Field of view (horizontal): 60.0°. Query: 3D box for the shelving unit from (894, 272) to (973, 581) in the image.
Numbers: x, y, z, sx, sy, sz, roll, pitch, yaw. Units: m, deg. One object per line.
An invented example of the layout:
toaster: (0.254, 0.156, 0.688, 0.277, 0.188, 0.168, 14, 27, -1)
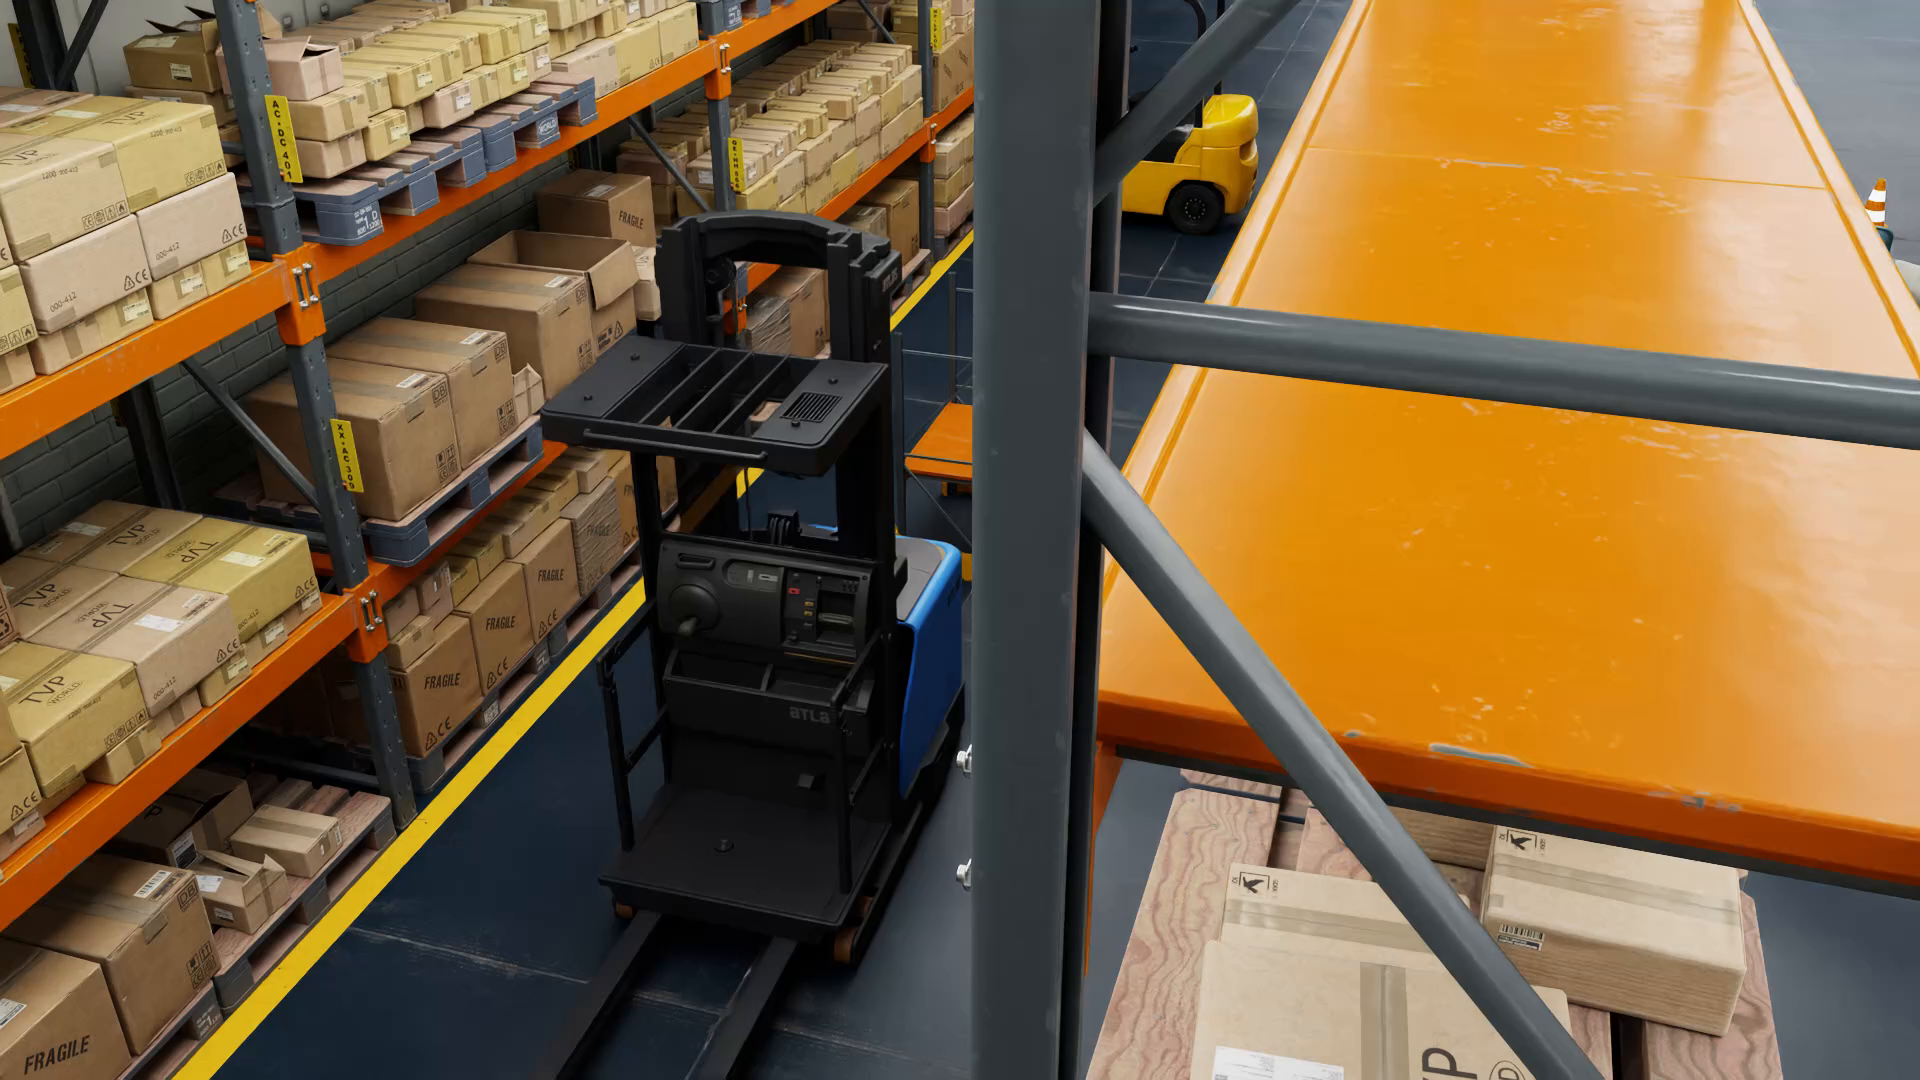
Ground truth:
shelving unit: (0.022, -0.691, 9.949, 0.587, 1.500, 1.083, 8, 30, 15)

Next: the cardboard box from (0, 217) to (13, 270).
cardboard box: (-3.283, -0.897, 5.026, 0.500, 0.250, 0.500, 9, 30, 16)

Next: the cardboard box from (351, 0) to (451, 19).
cardboard box: (-2.664, -2.478, 7.951, 0.380, 0.149, 0.250, 9, 30, 16)

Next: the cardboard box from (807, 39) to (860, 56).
cardboard box: (-1.028, -3.956, 13.506, 0.380, 0.149, 0.250, 8, 30, 14)

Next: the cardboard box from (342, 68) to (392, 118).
cardboard box: (-2.551, -1.813, 6.755, 0.380, 0.149, 0.250, 9, 30, 16)

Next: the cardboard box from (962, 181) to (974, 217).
cardboard box: (-0.127, -3.159, 15.240, 0.500, 0.250, 0.500, 8, 30, 14)

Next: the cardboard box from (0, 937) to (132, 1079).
cardboard box: (-3.433, 1.830, 6.014, 0.500, 0.500, 0.500, 9, 30, 16)

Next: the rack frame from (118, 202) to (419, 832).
rack frame: (-3.068, -0.044, 7.244, 1.000, 3.000, 0.127, 8, 30, 15)

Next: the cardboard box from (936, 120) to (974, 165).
cardboard box: (-0.118, -3.597, 14.998, 0.500, 0.250, 0.500, 9, 30, 15)

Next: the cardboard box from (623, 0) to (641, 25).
cardboard box: (-1.964, -2.887, 9.013, 0.380, 0.149, 0.250, 9, 30, 16)

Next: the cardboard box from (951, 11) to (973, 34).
cardboard box: (-0.107, -4.549, 14.572, 0.380, 0.149, 0.250, 9, 30, 16)

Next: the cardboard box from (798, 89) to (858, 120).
cardboard box: (-0.958, -3.166, 12.086, 0.380, 0.149, 0.250, 8, 30, 14)

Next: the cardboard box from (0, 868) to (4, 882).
cardboard box: (-3.400, 1.094, 5.456, 0.380, 0.149, 0.250, 9, 30, 16)

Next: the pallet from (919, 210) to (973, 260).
pallet: (-0.446, -2.907, 15.258, 1.003, 0.211, 1.213, 8, 30, 15)

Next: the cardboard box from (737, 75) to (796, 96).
cardboard box: (-1.452, -3.371, 12.455, 0.380, 0.149, 0.250, 8, 30, 14)

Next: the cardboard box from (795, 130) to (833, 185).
cardboard box: (-1.211, -2.700, 11.659, 0.500, 0.250, 0.500, 8, 30, 14)

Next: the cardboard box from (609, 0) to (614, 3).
cardboard box: (-2.035, -2.900, 8.731, 0.380, 0.149, 0.250, 8, 30, 14)

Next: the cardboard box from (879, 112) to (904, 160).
cardboard box: (-0.760, -3.190, 13.054, 0.500, 0.250, 0.500, 8, 30, 15)

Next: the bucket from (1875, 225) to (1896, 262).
bucket: (6.624, -2.022, 12.603, 0.726, 0.611, 0.620, 20, 45, 32)

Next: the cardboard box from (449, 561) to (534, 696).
cardboard box: (-2.564, 0.423, 8.543, 0.500, 0.500, 0.500, 8, 30, 14)

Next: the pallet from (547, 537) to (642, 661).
pallet: (-2.509, 0.222, 9.633, 1.003, 0.211, 1.213, 8, 30, 15)

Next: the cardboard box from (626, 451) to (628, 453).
cardboard box: (-2.087, -0.648, 9.802, 0.380, 0.149, 0.250, 9, 30, 16)

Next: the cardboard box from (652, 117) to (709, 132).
cardboard box: (-1.882, -2.783, 11.398, 0.380, 0.149, 0.250, 8, 30, 14)

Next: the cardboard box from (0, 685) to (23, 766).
cardboard box: (-3.411, 0.553, 5.247, 0.500, 0.500, 0.500, 9, 30, 16)

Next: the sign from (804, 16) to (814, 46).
sign: (-1.251, -4.253, 13.838, 0.100, 0.325, 0.005, 8, 30, 15)

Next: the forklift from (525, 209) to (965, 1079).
forklift: (-0.874, 0.297, 6.701, 1.130, 2.935, 3.031, 8, 30, 14)

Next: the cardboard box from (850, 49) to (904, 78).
cardboard box: (-0.666, -3.776, 13.182, 0.380, 0.149, 0.250, 8, 30, 14)

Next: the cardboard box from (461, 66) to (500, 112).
cardboard box: (-2.302, -2.029, 7.451, 0.380, 0.149, 0.250, 8, 30, 14)

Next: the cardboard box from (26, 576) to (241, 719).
cardboard box: (-3.117, 0.398, 6.297, 0.500, 0.250, 0.500, 9, 30, 15)

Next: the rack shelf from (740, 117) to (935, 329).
rack shelf: (-1.307, -2.518, 12.431, 1.077, 0.370, 4.000, 8, 30, 15)

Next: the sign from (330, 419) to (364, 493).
sign: (-2.547, -0.348, 6.900, 0.100, 0.325, 0.005, 8, 30, 15)

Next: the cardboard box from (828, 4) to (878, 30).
cardboard box: (-0.915, -4.410, 14.017, 0.380, 0.149, 0.250, 9, 30, 15)

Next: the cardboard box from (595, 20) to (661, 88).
cardboard box: (-1.959, -2.641, 8.981, 0.500, 0.250, 0.500, 9, 30, 15)

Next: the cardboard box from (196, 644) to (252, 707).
cardboard box: (-3.029, 0.498, 6.527, 0.380, 0.149, 0.250, 9, 30, 16)

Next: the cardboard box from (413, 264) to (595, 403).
cardboard box: (-2.330, -1.069, 8.552, 0.700, 0.500, 0.500, 8, 30, 15)

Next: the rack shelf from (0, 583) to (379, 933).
rack shelf: (-3.655, 1.200, 5.748, 1.077, 0.370, 4.000, 8, 30, 15)

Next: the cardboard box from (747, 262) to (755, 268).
cardboard box: (-1.530, -2.009, 10.930, 0.500, 0.250, 0.500, 9, 30, 15)

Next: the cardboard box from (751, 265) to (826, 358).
cardboard box: (-1.513, -1.641, 12.126, 0.875, 0.625, 0.625, 9, 30, 17)

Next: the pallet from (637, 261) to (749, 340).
pallet: (-2.025, -1.494, 10.048, 1.213, 0.211, 1.003, 8, 30, 15)

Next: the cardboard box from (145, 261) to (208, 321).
cardboard box: (-2.966, -0.922, 5.996, 0.380, 0.149, 0.250, 8, 30, 15)

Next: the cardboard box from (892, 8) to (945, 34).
cardboard box: (-0.342, -4.325, 13.863, 0.380, 0.149, 0.250, 9, 30, 16)

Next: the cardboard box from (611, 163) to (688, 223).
cardboard box: (-2.027, -2.304, 10.946, 0.500, 0.250, 0.500, 9, 30, 16)

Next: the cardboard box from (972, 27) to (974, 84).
cardboard box: (-0.055, -4.454, 15.069, 0.500, 0.500, 0.500, 8, 30, 14)

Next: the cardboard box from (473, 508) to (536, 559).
cardboard box: (-2.460, -0.048, 8.723, 0.380, 0.149, 0.250, 8, 30, 15)

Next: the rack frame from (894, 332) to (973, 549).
rack frame: (-0.124, -0.459, 9.532, 0.500, 1.500, 0.032, 8, 30, 15)

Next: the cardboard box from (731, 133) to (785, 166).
cardboard box: (-1.390, -2.583, 11.038, 0.380, 0.149, 0.250, 9, 30, 16)

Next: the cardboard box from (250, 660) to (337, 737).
cardboard box: (-3.206, 0.594, 8.235, 0.500, 0.500, 0.500, 8, 30, 15)

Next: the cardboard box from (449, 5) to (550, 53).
cardboard box: (-2.165, -2.403, 7.815, 0.380, 0.149, 0.250, 9, 30, 15)

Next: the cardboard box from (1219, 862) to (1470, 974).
cardboard box: (0.597, 0.665, 2.607, 0.380, 0.149, 0.250, 6, 30, 11)
